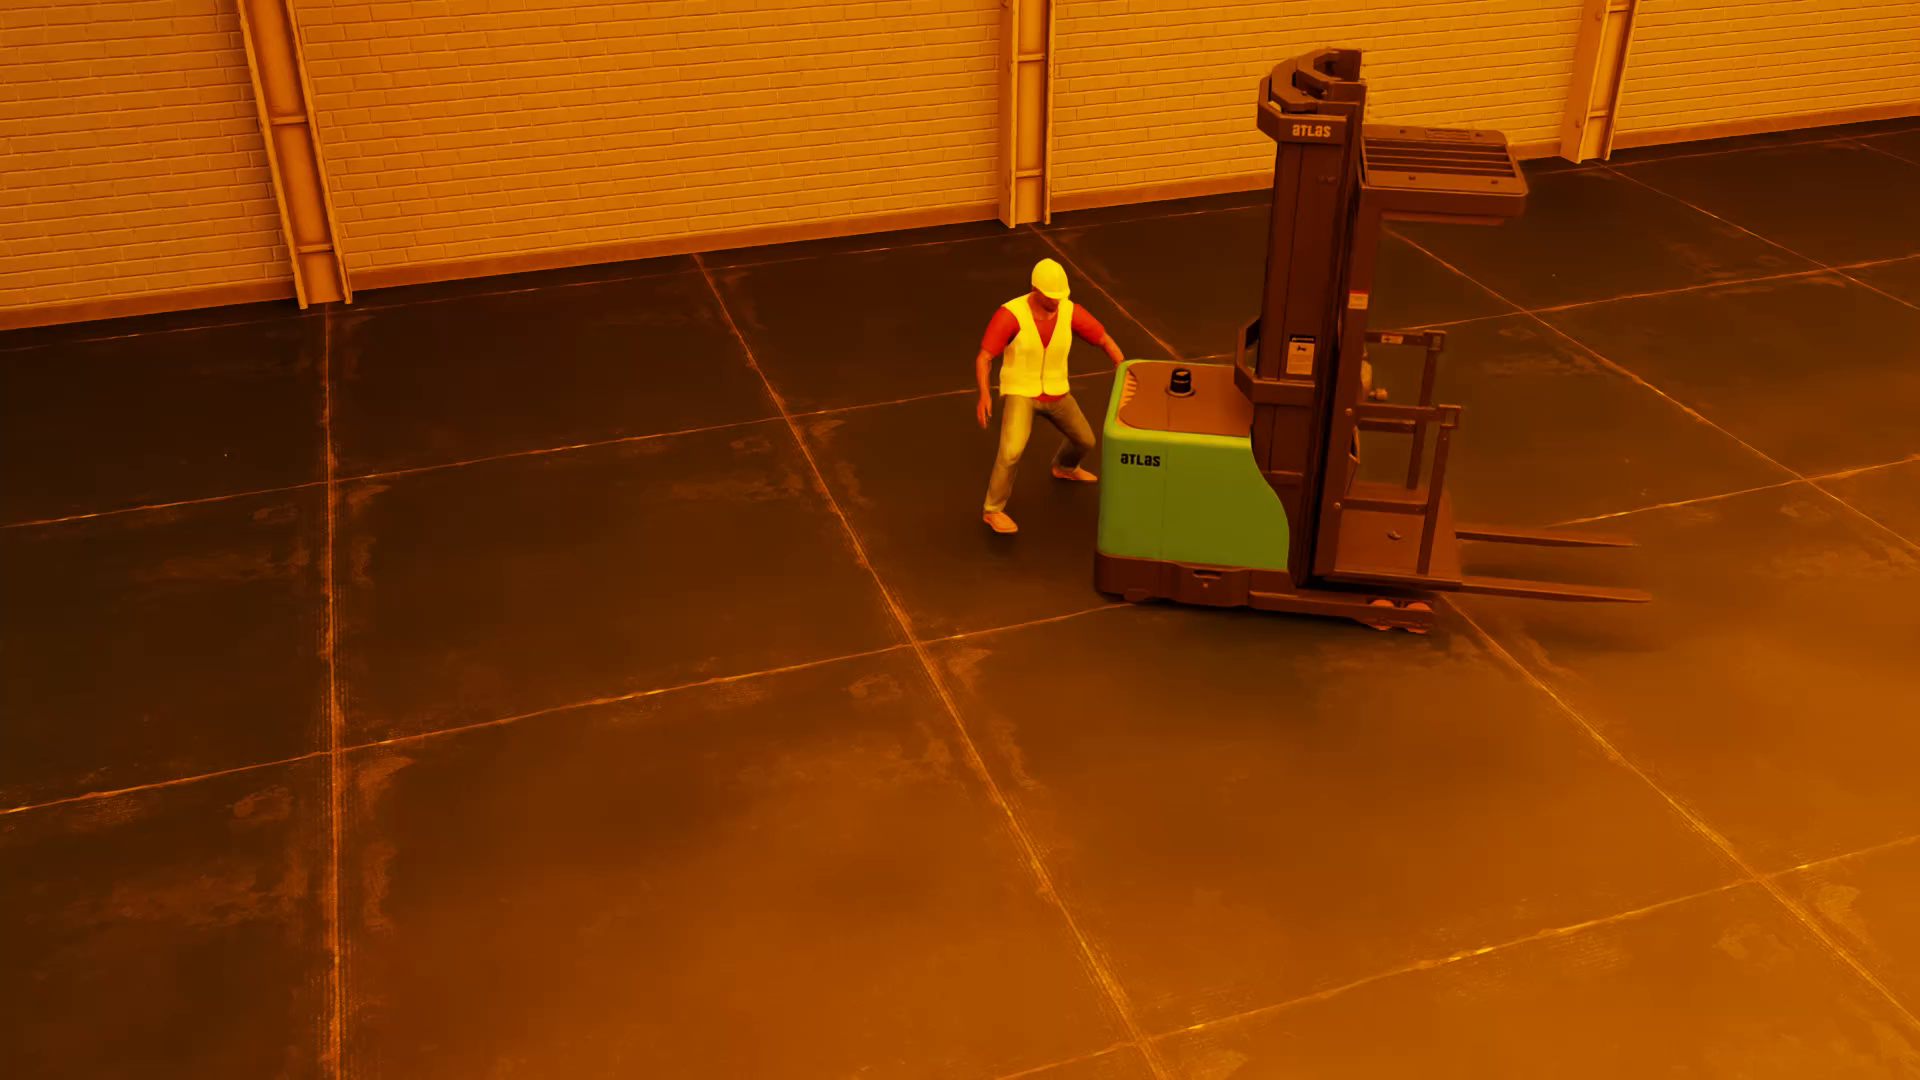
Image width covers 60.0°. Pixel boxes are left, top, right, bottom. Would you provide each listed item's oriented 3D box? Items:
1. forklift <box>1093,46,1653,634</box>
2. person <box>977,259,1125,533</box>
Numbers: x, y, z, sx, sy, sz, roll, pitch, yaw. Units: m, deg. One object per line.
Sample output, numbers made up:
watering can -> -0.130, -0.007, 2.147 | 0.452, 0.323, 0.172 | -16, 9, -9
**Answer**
forklift -> 2.324, -1.044, 8.902 | 3.031, 2.935, 1.130 | 5, 30, 9
person -> 0.555, -0.902, 10.016 | 1.011, 1.631, 0.815 | -9, 31, -15
